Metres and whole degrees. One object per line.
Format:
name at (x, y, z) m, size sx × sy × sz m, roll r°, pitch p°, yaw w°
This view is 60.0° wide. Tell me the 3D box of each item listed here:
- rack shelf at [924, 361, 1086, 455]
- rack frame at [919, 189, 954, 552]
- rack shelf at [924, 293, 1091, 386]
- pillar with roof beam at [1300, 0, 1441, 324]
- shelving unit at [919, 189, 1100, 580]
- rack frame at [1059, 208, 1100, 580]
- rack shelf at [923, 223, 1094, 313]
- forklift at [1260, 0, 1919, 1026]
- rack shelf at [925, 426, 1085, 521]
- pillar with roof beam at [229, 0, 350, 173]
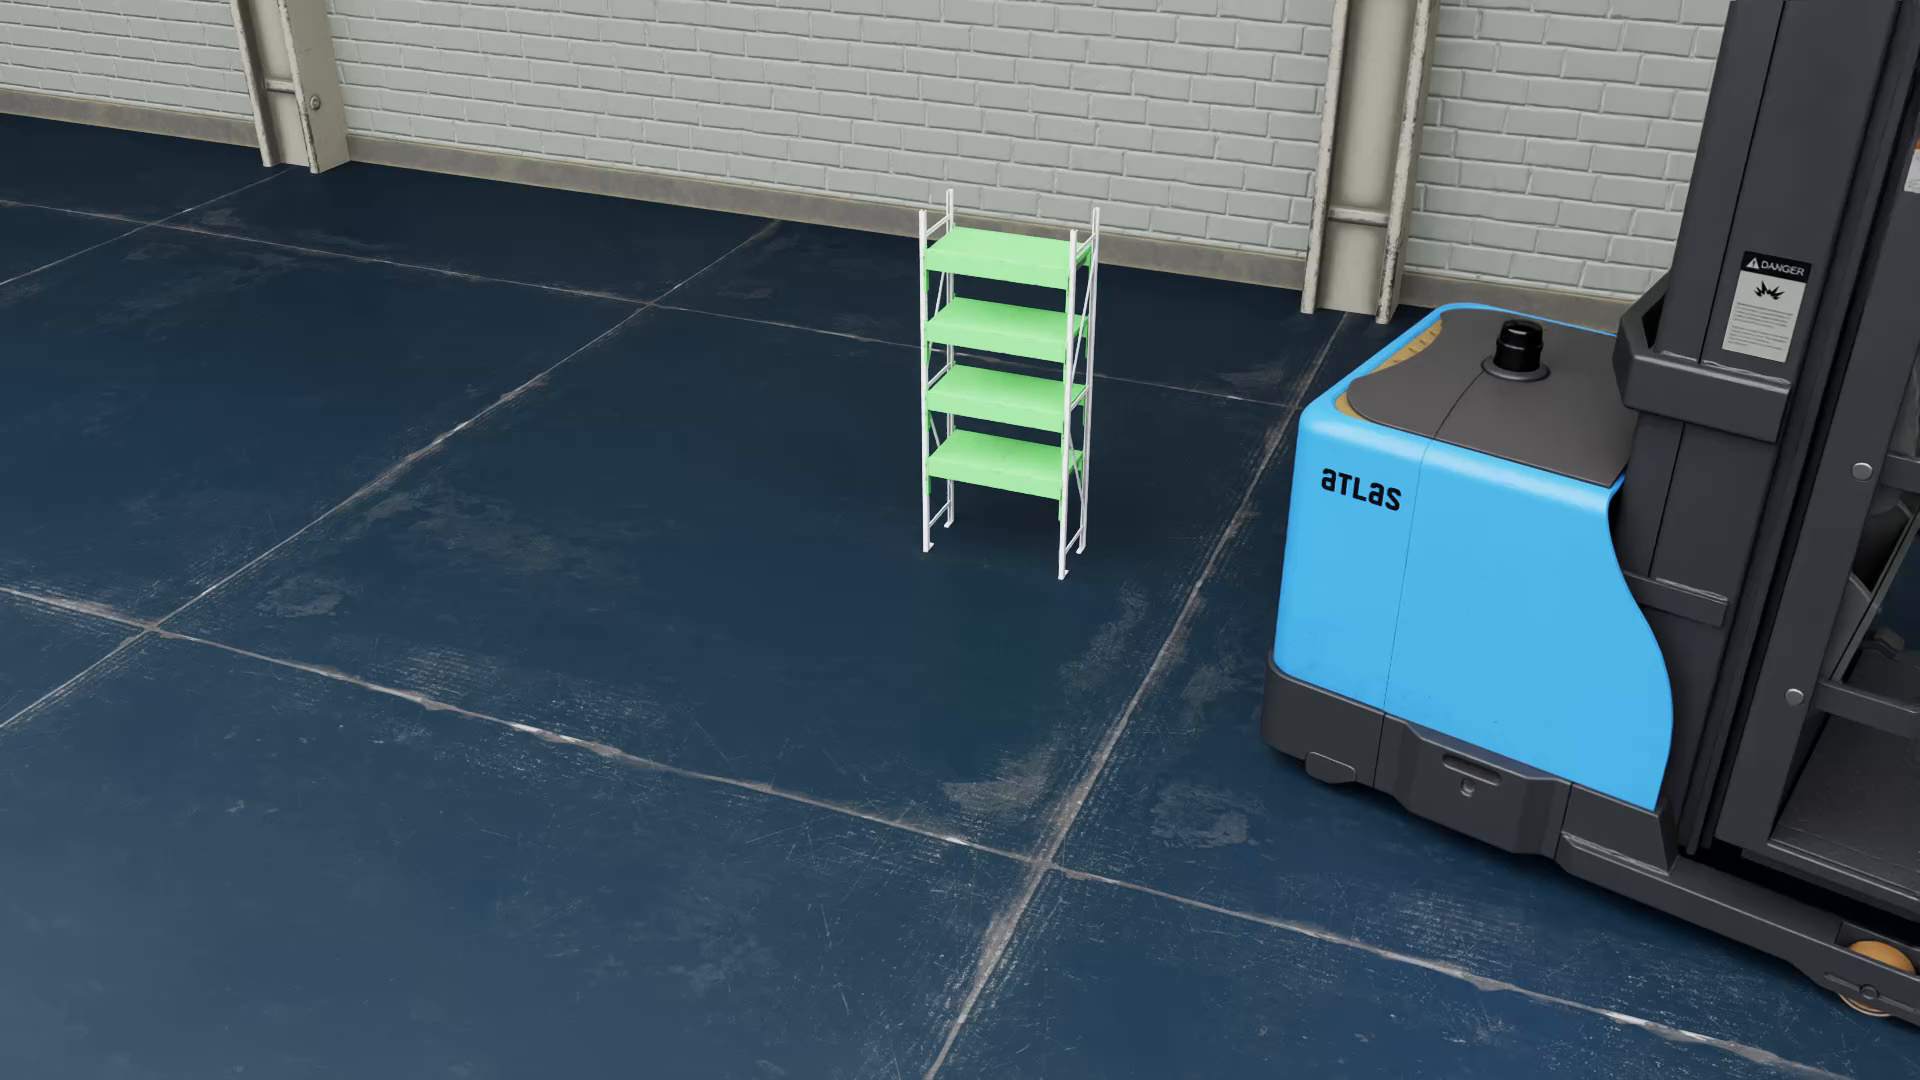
rack shelf at (0.153, -0.436, 5.432) m, size 0.480 × 0.148 × 0.258 m, roll 11°, pitch 31°, yaw 19°
rack frame at (-0.073, -0.537, 5.480) m, size 0.015 × 1.200 × 0.240 m, roll 11°, pitch 31°, yaw 19°
rack shelf at (0.153, -0.645, 5.314) m, size 0.480 × 0.148 × 0.258 m, roll 11°, pitch 31°, yaw 19°
pillar with roof beam at (0.176, -3.028, 1.963) m, size 0.400 × 9.000 × 9.100 m, roll 11°, pitch 31°, yaw 19°
shelving unit at (0.153, -0.492, 5.401) m, size 0.503 × 1.200 × 0.258 m, roll 11°, pitch 31°, yaw 19°
rack frame at (0.379, -0.447, 5.321) m, size 0.015 × 1.200 × 0.240 m, roll 11°, pitch 31°, yaw 19°
rack shelf at (0.153, -0.854, 5.196) m, size 0.480 × 0.148 × 0.258 m, roll 11°, pitch 31°, yaw 19°
forklift at (2.325, -0.425, 3.524) m, size 3.031 × 2.935 × 1.130 m, roll 20°, pitch 35°, yaw 31°
rack shelf at (0.153, -0.227, 5.550) m, size 0.480 × 0.148 × 0.258 m, roll 11°, pitch 31°, yaw 19°
pillar with roof beam at (-5.384, -4.138, 3.926) m, size 0.400 × 9.000 × 9.100 m, roll 11°, pitch 31°, yaw 19°
